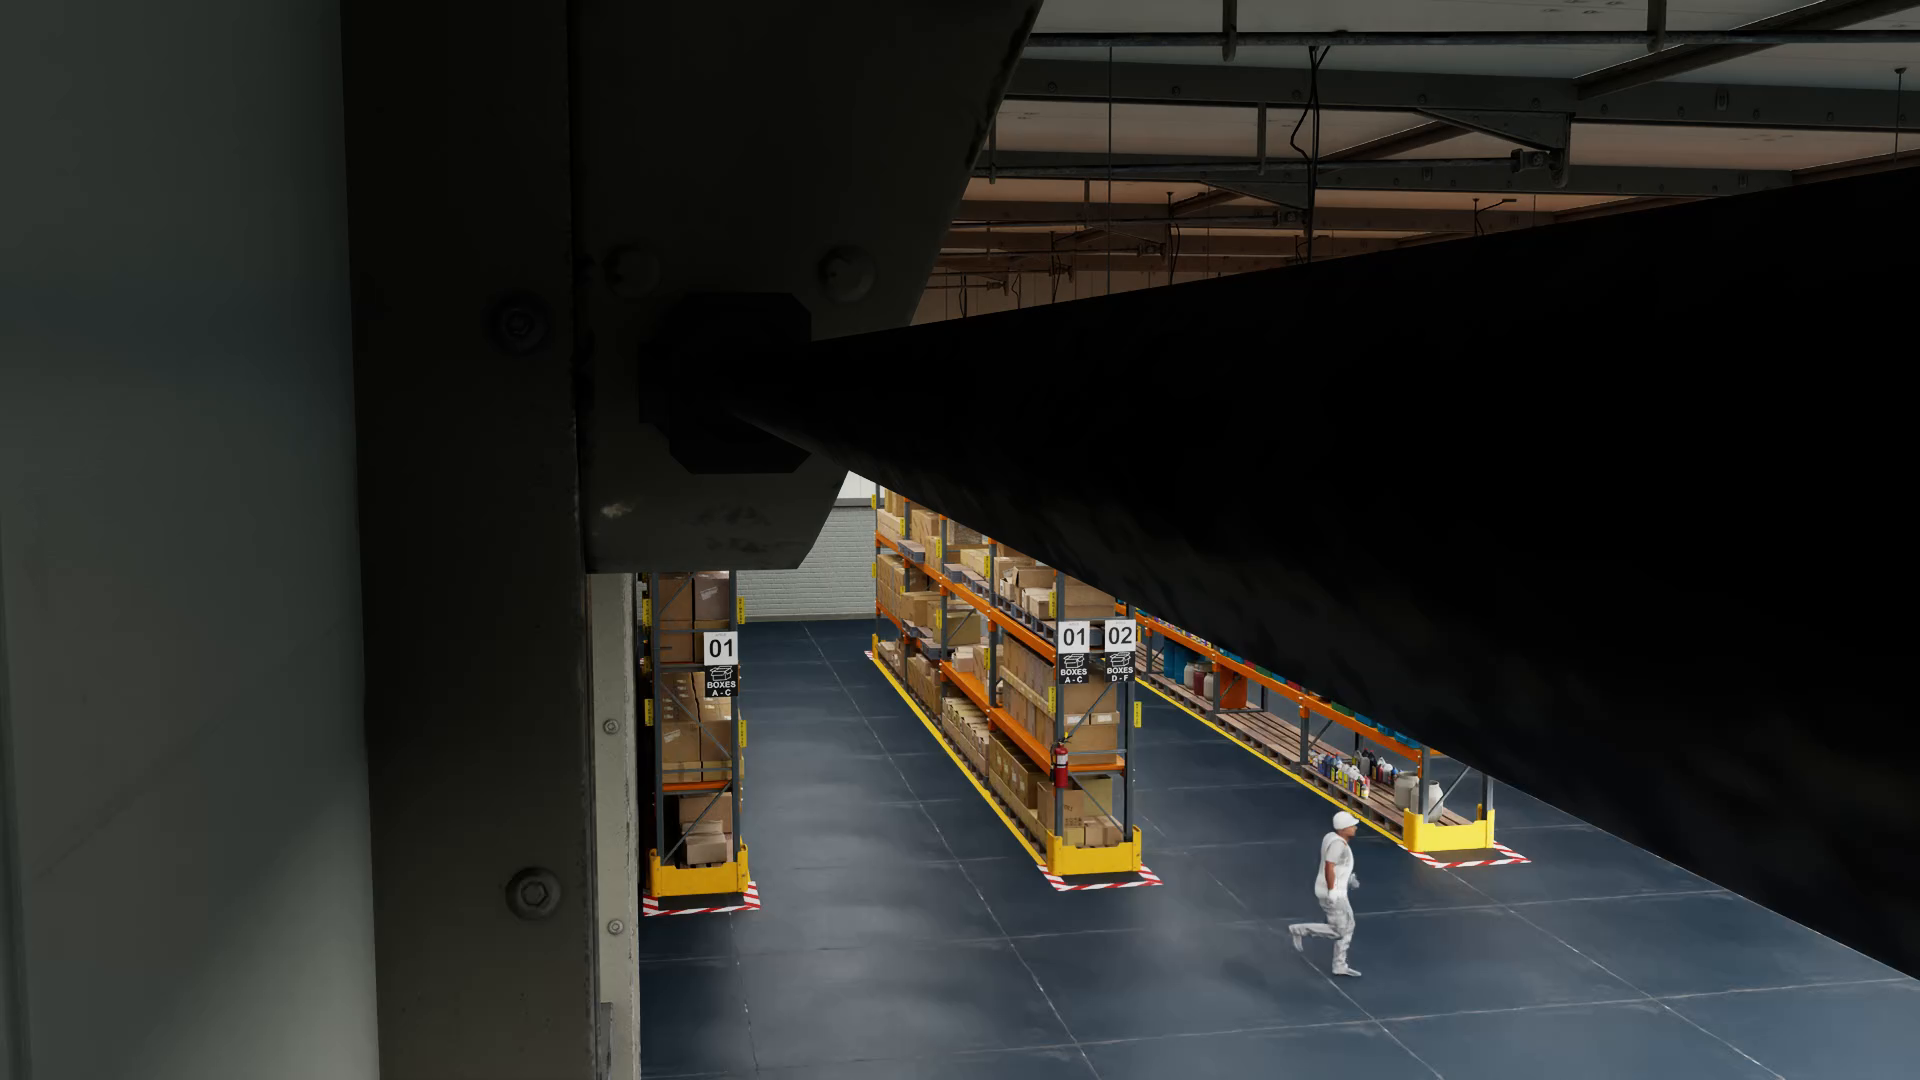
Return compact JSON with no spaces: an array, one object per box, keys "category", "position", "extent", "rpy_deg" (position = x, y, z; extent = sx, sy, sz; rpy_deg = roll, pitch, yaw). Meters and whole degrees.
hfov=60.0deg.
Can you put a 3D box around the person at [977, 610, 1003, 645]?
[{"category":"person","position":[0.617,1.754,36.166],"extent":[0.700,1.828,0.662],"rpy_deg":[-2,6,-18]}]

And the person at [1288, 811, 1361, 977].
[{"category":"person","position":[3.833,3.703,17.432],"extent":[0.753,1.746,0.710],"rpy_deg":[1,6,10]}]
